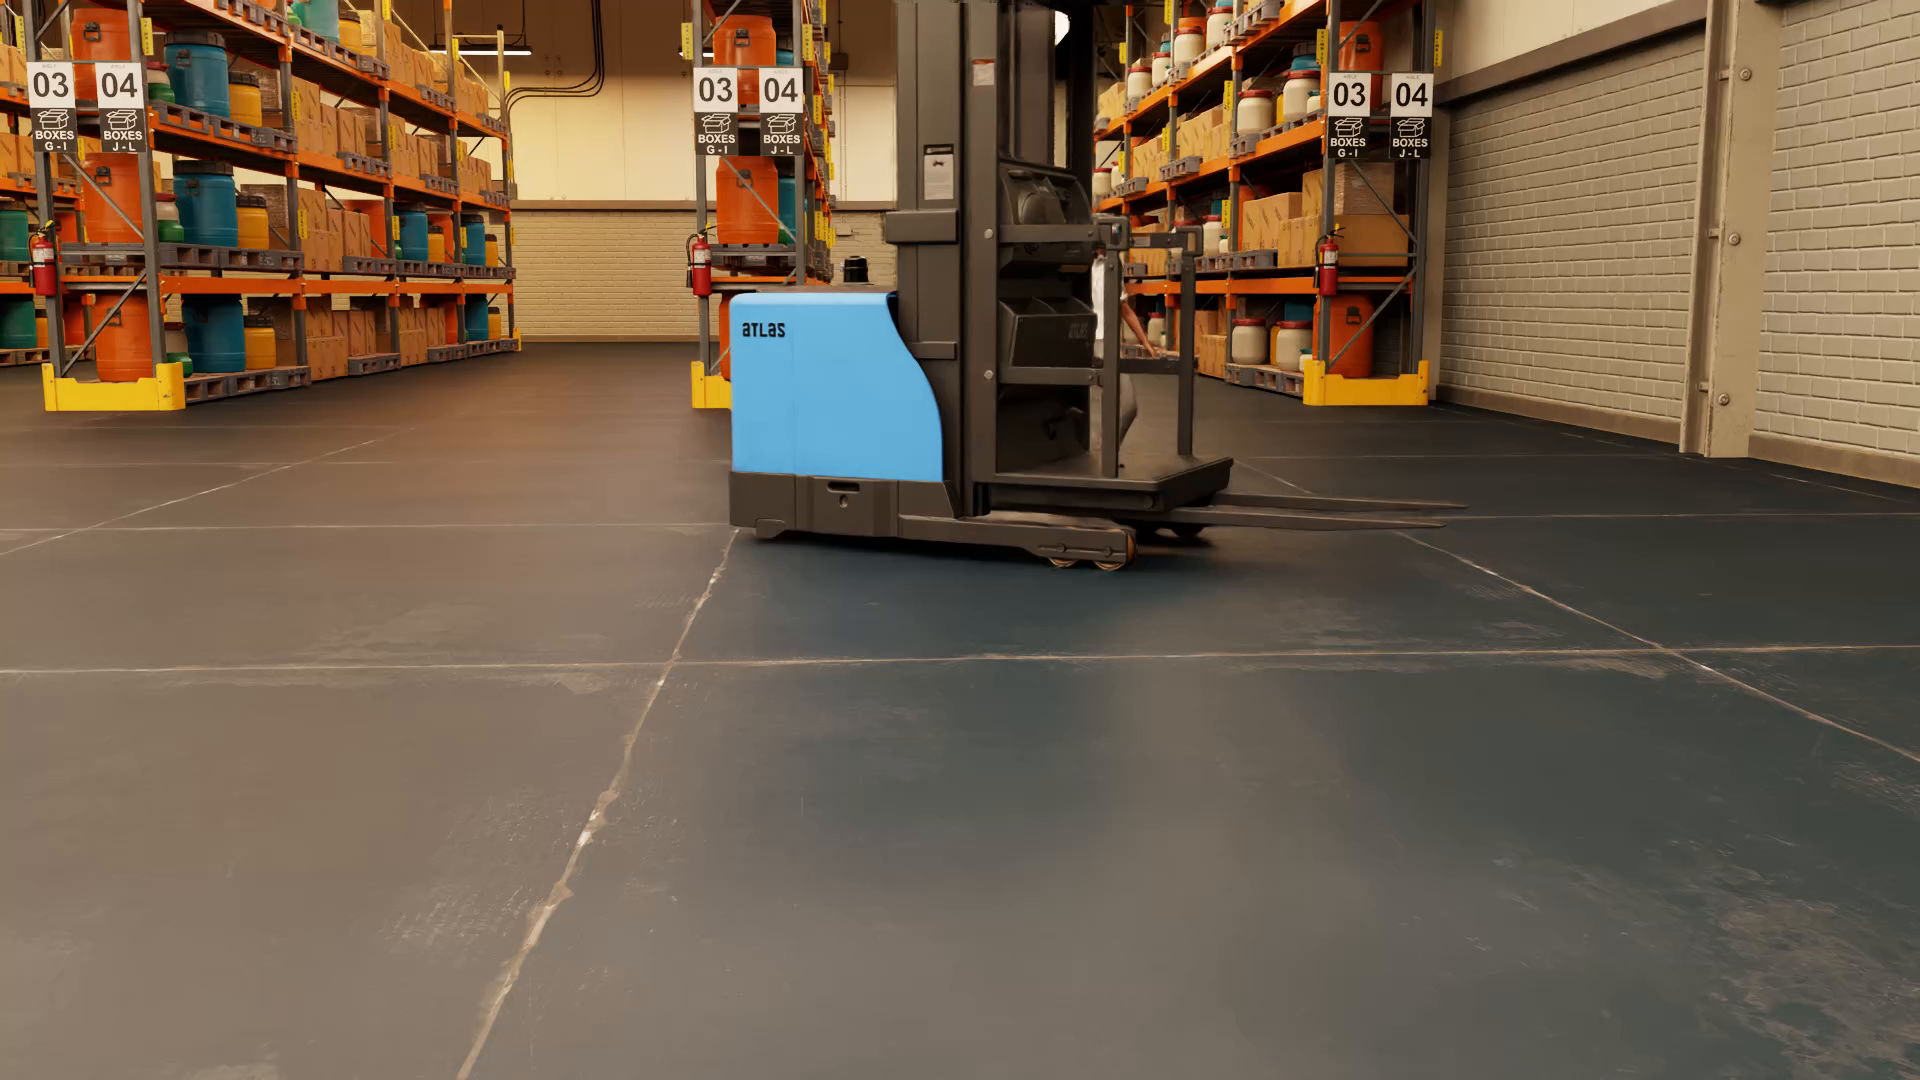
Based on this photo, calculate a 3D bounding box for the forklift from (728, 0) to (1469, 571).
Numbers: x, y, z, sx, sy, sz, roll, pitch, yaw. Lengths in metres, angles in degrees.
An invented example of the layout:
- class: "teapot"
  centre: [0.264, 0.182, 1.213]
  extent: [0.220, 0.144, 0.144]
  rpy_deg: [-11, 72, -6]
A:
- class: "forklift"
  centre: [0.550, -1.418, 6.882]
  extent: [3.031, 2.935, 1.130]
  rpy_deg: [4, 9, 24]

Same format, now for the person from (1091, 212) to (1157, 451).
- class: "person"
  centre: [0.765, -1.187, 10.065]
  extent: [0.836, 1.567, 0.542]
  rpy_deg: [-3, 9, -18]
